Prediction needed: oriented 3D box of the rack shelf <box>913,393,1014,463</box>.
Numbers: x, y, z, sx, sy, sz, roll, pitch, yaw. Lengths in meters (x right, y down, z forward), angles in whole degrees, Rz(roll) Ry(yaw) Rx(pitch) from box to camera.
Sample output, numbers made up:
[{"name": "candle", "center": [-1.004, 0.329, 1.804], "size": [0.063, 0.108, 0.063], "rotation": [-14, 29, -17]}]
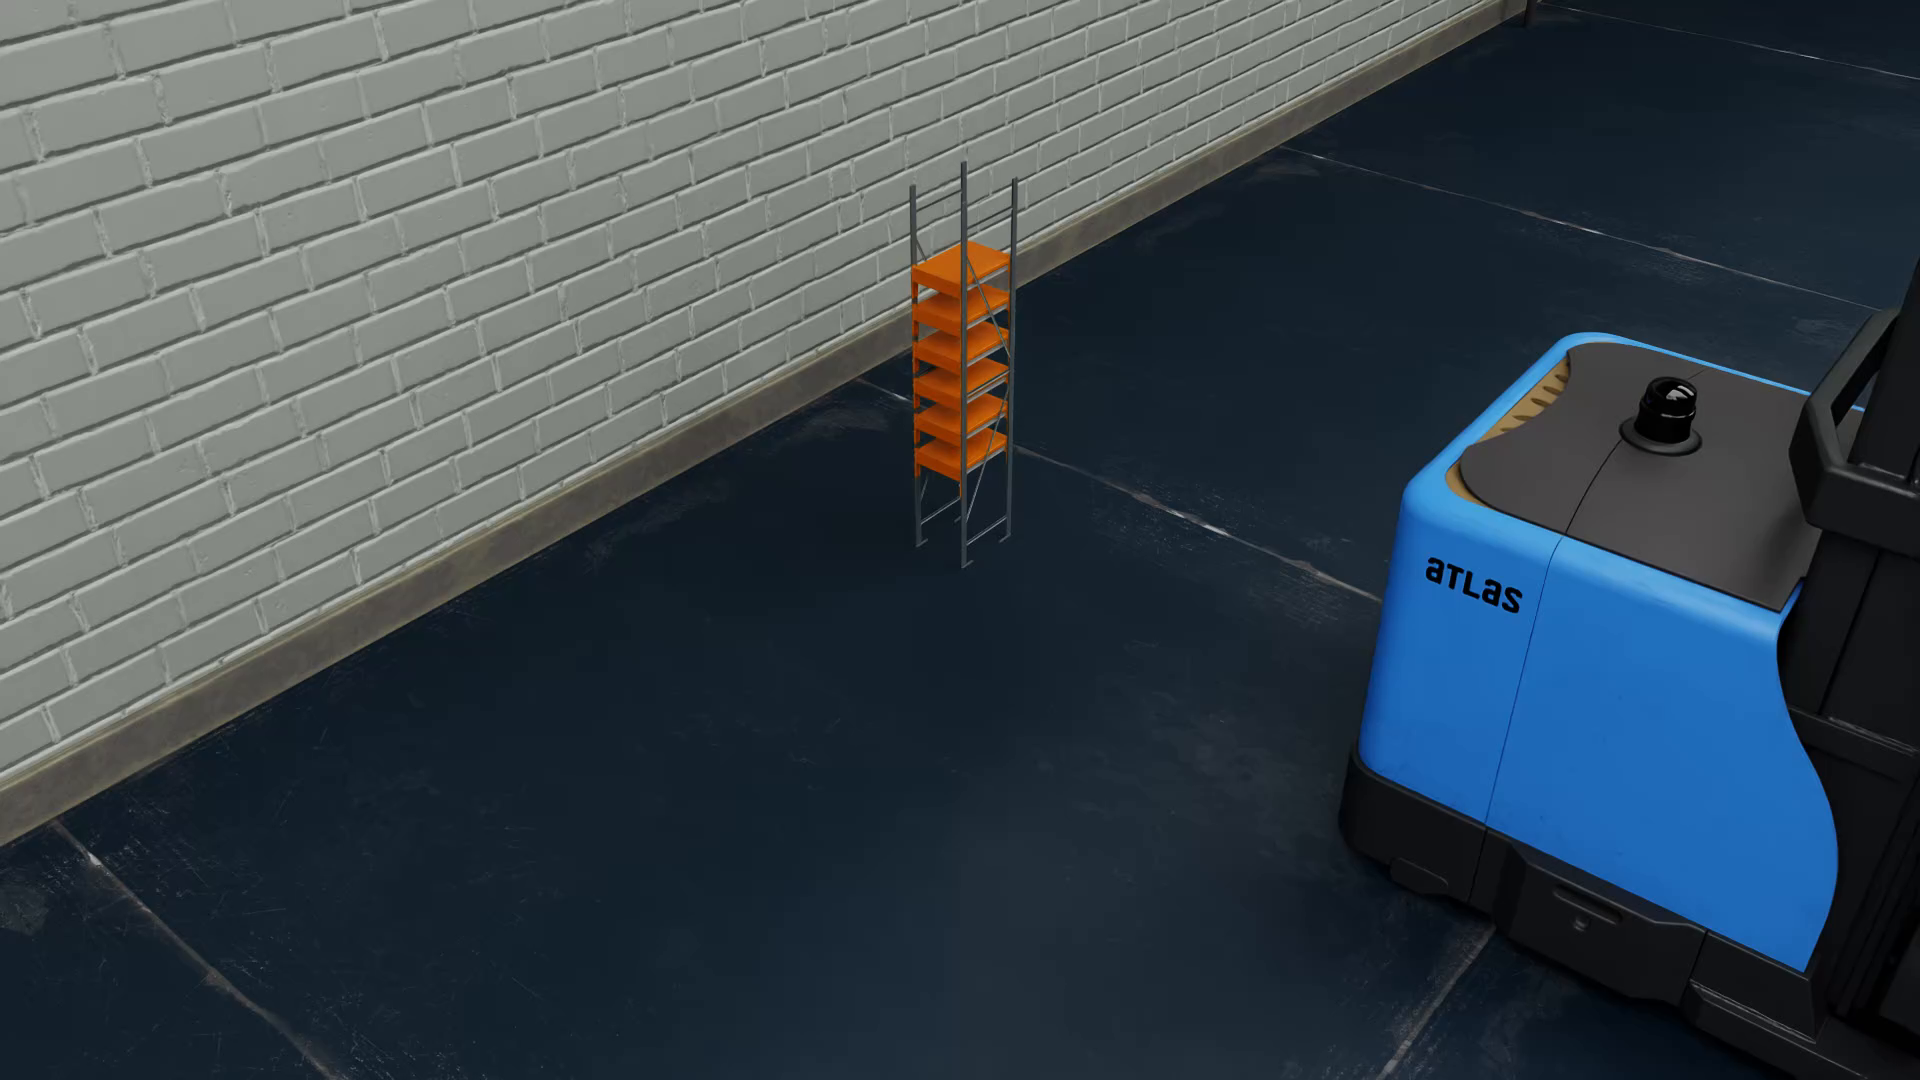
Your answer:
[{"name": "rack shelf", "center": [0.011, -0.354, 4.996], "size": [0.180, 0.103, 0.258], "rotation": [25, 42, 32]}]

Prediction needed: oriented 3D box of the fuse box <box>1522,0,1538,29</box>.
[{"name": "fuse box", "center": [3.287, -3.642, 9.042], "size": [0.414, 1.711, 0.539], "rotation": [25, 42, 32]}]

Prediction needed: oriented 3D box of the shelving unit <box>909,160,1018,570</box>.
[{"name": "shelving unit", "center": [0.011, -0.489, 4.903], "size": [0.189, 1.200, 0.258], "rotation": [25, 42, 32]}]

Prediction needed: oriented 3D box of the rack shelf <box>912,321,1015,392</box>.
[{"name": "rack shelf", "center": [0.011, -0.552, 4.860], "size": [0.180, 0.103, 0.258], "rotation": [25, 42, 32]}]

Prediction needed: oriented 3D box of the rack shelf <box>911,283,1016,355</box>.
[{"name": "rack shelf", "center": [0.011, -0.651, 4.792], "size": [0.180, 0.103, 0.258], "rotation": [25, 42, 32]}]

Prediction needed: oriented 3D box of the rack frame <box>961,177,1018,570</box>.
[{"name": "rack frame", "center": [0.081, -0.456, 4.854], "size": [0.006, 1.200, 0.240], "rotation": [25, 42, 32]}]

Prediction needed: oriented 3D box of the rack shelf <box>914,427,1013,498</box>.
[{"name": "rack shelf", "center": [0.011, -0.255, 5.064], "size": [0.180, 0.103, 0.258], "rotation": [25, 42, 32]}]

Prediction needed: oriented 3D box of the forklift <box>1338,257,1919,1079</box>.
[{"name": "forklift", "center": [2.402, -0.131, 2.852], "size": [3.031, 2.935, 1.130], "rotation": [24, 41, 31]}]

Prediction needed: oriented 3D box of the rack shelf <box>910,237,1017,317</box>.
[{"name": "rack shelf", "center": [0.011, -0.749, 4.724], "size": [0.180, 0.103, 0.258], "rotation": [25, 42, 32]}]

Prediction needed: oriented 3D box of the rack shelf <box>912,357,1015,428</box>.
[{"name": "rack shelf", "center": [0.011, -0.453, 4.928], "size": [0.180, 0.103, 0.258], "rotation": [25, 42, 32]}]

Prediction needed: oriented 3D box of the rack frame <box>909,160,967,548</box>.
[{"name": "rack frame", "center": [-0.059, -0.523, 4.951], "size": [0.006, 1.200, 0.240], "rotation": [25, 42, 32]}]
